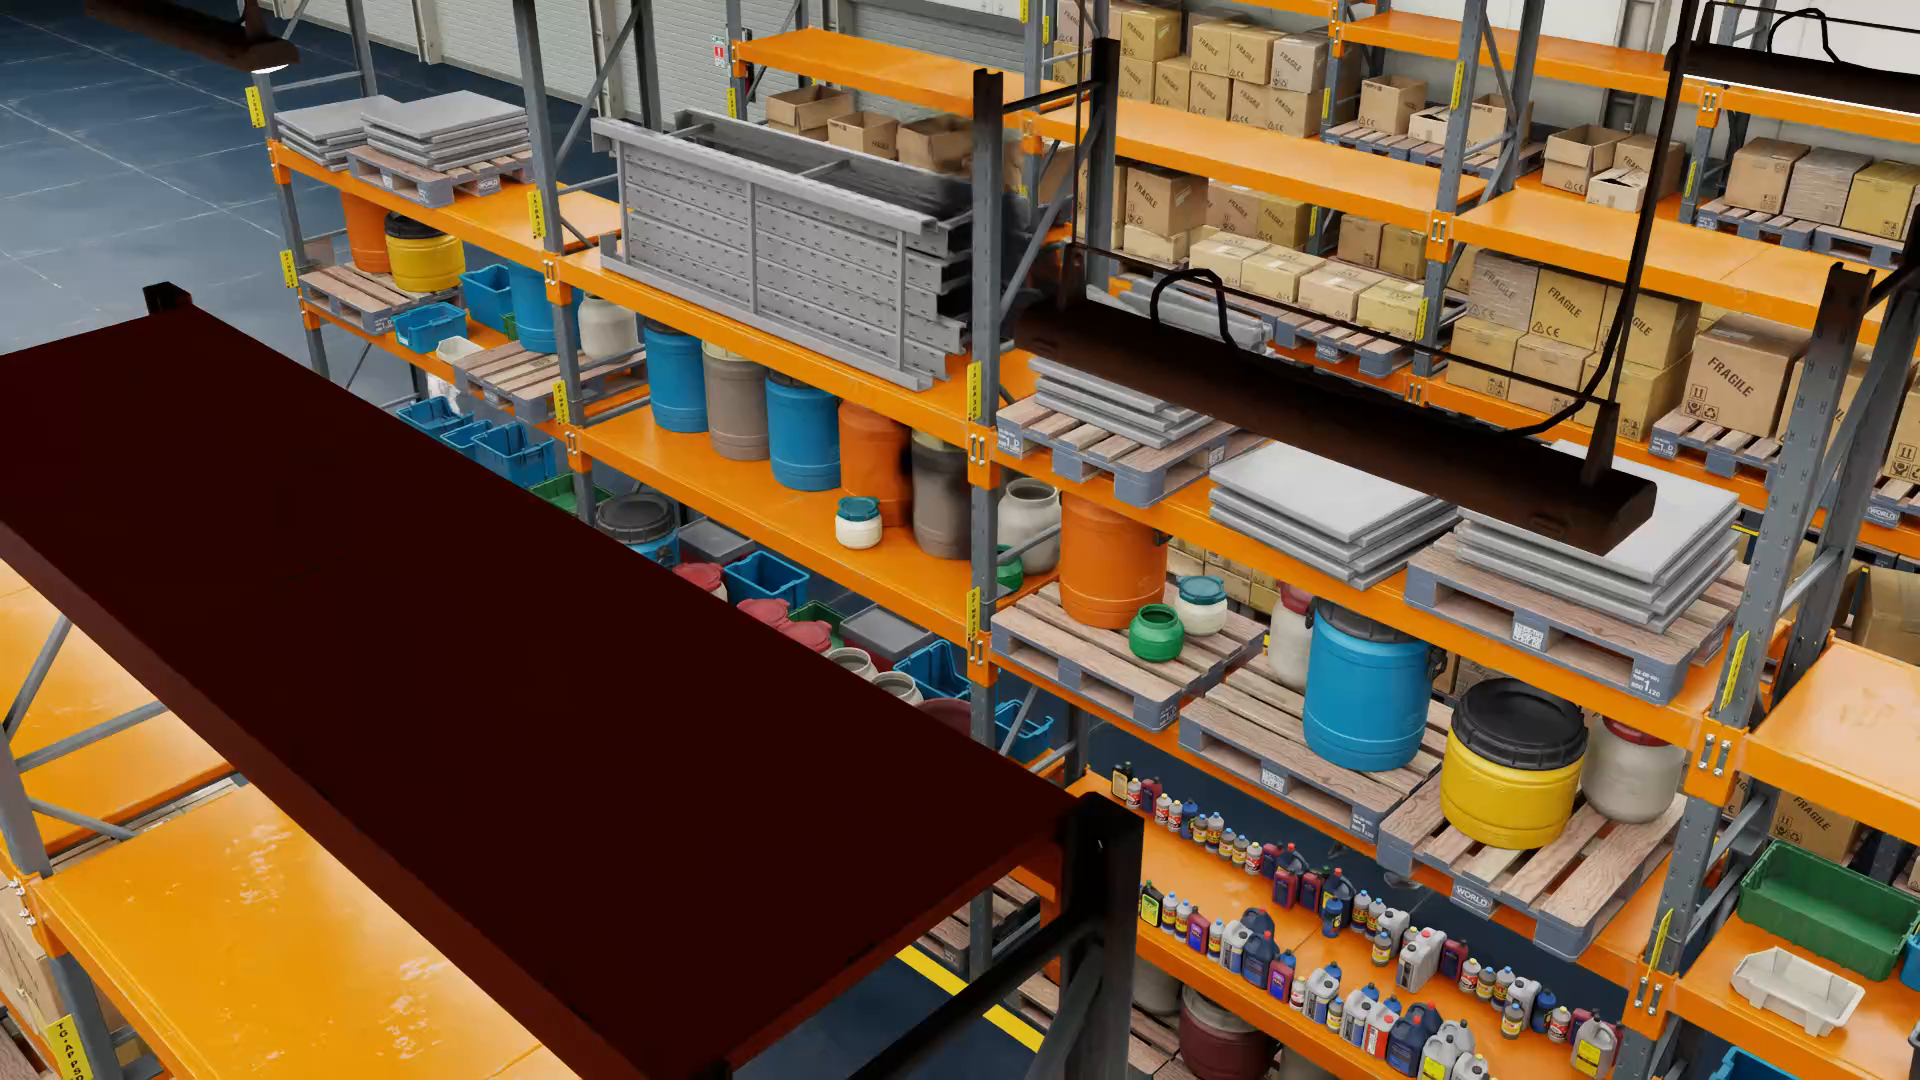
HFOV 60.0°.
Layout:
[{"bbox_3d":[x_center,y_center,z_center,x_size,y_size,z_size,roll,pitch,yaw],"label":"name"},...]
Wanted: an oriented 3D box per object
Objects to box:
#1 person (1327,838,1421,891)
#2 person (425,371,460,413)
[{"bbox_3d":[2.821,1.638,11.281,0.894,1.730,0.605,24,37,35],"label":"person"},{"bbox_3d":[-5.166,-1.227,16.725,0.678,1.659,0.613,2,29,3],"label":"person"}]
